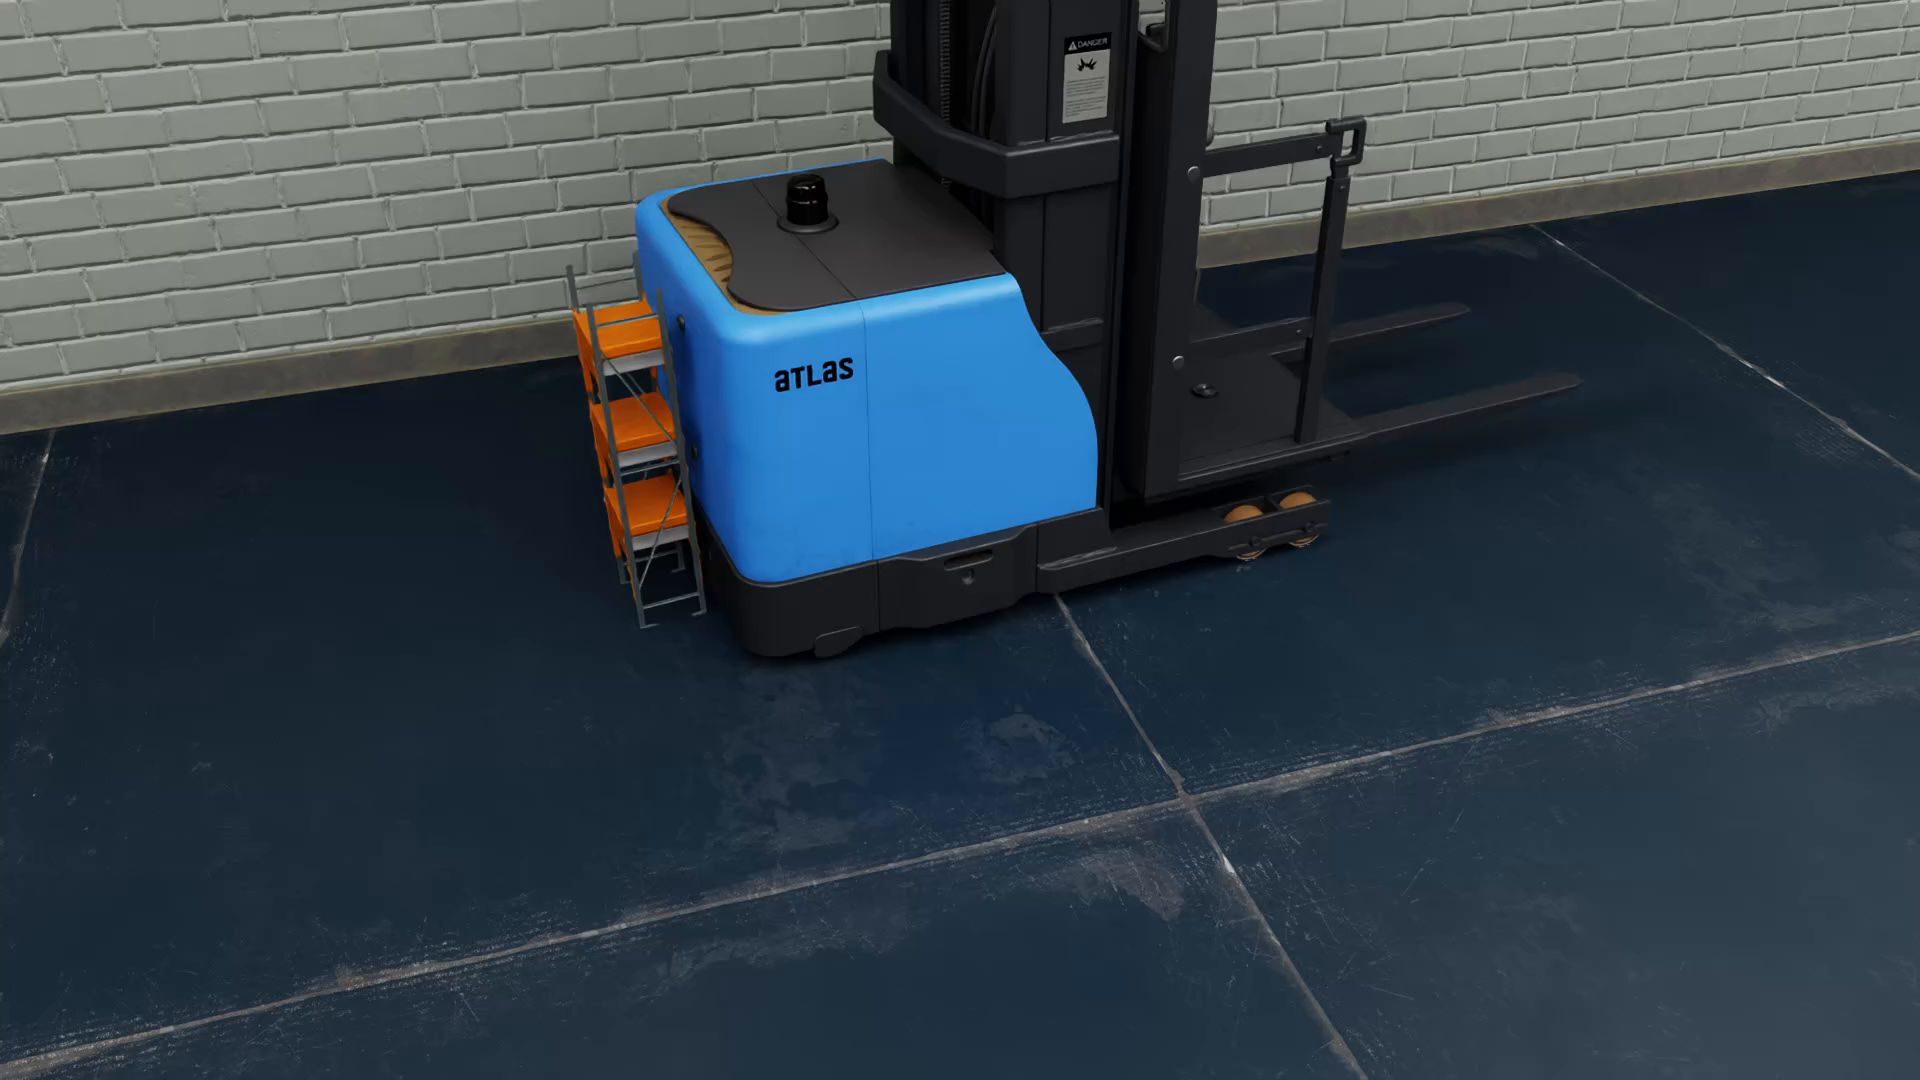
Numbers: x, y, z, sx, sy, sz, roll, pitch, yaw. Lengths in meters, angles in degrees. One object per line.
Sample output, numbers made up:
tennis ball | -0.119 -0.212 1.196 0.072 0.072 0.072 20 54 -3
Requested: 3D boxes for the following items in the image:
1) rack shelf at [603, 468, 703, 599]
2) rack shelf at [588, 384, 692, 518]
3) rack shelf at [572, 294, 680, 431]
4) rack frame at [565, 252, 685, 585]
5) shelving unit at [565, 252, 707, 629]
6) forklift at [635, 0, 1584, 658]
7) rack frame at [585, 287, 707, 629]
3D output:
rack shelf | -0.895 -0.022 4.848 0.215 0.259 0.240 -15 36 -18
rack shelf | -0.903 -0.252 4.692 0.215 0.259 0.240 -15 36 -18
rack shelf | -0.911 -0.487 4.533 0.215 0.259 0.240 -15 36 -18
rack frame | -0.951 -0.322 4.780 0.200 1.050 0.008 -15 36 -18
shelving unit | -0.903 -0.261 4.686 0.215 1.050 0.252 -15 36 -18
forklift | 0.607 -1.415 4.733 3.031 2.935 1.130 -13 36 -19
rack frame | -0.856 -0.199 4.592 0.200 1.050 0.008 -15 36 -18
